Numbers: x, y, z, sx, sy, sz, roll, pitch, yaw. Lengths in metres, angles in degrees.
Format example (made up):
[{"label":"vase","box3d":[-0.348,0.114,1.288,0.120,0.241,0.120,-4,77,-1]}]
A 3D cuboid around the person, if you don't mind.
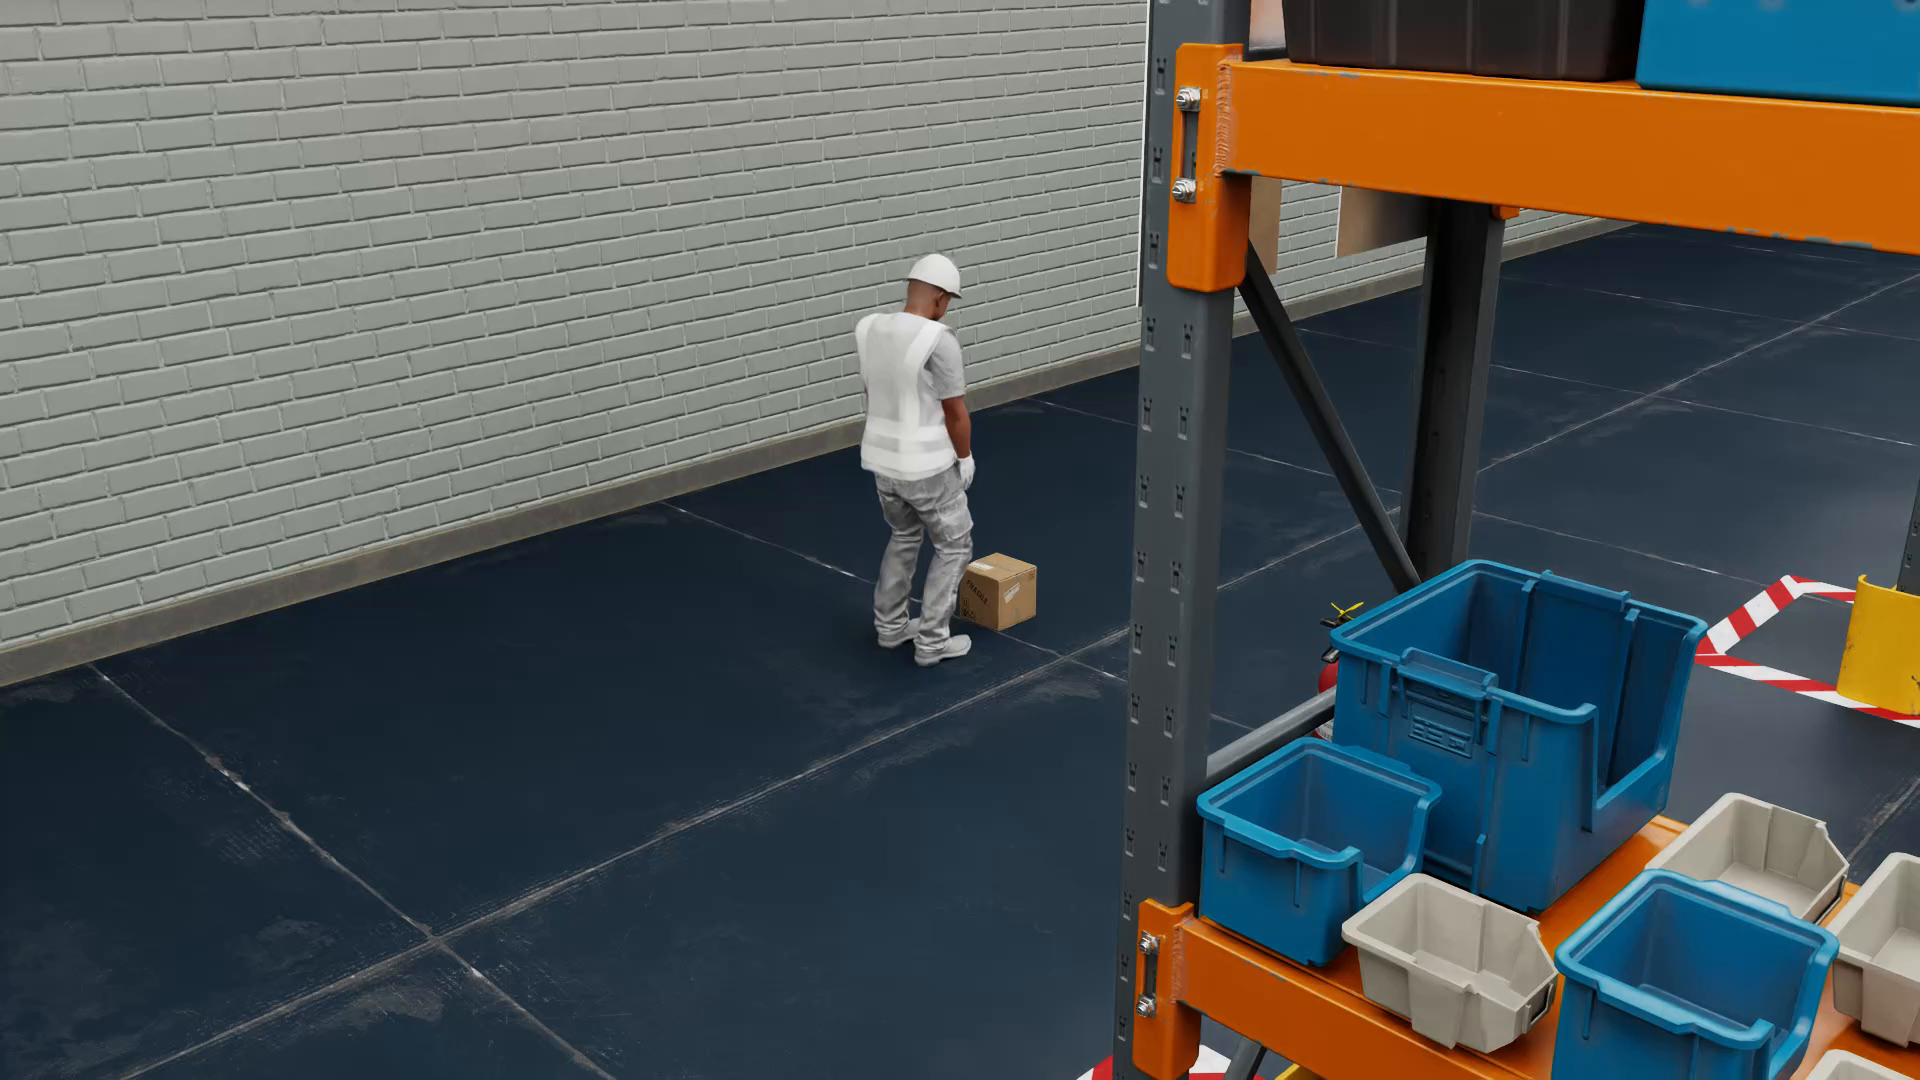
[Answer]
[{"label":"person","box3d":[-0.181,-0.343,7.064,0.477,1.721,0.576,-19,27,-41]}]
